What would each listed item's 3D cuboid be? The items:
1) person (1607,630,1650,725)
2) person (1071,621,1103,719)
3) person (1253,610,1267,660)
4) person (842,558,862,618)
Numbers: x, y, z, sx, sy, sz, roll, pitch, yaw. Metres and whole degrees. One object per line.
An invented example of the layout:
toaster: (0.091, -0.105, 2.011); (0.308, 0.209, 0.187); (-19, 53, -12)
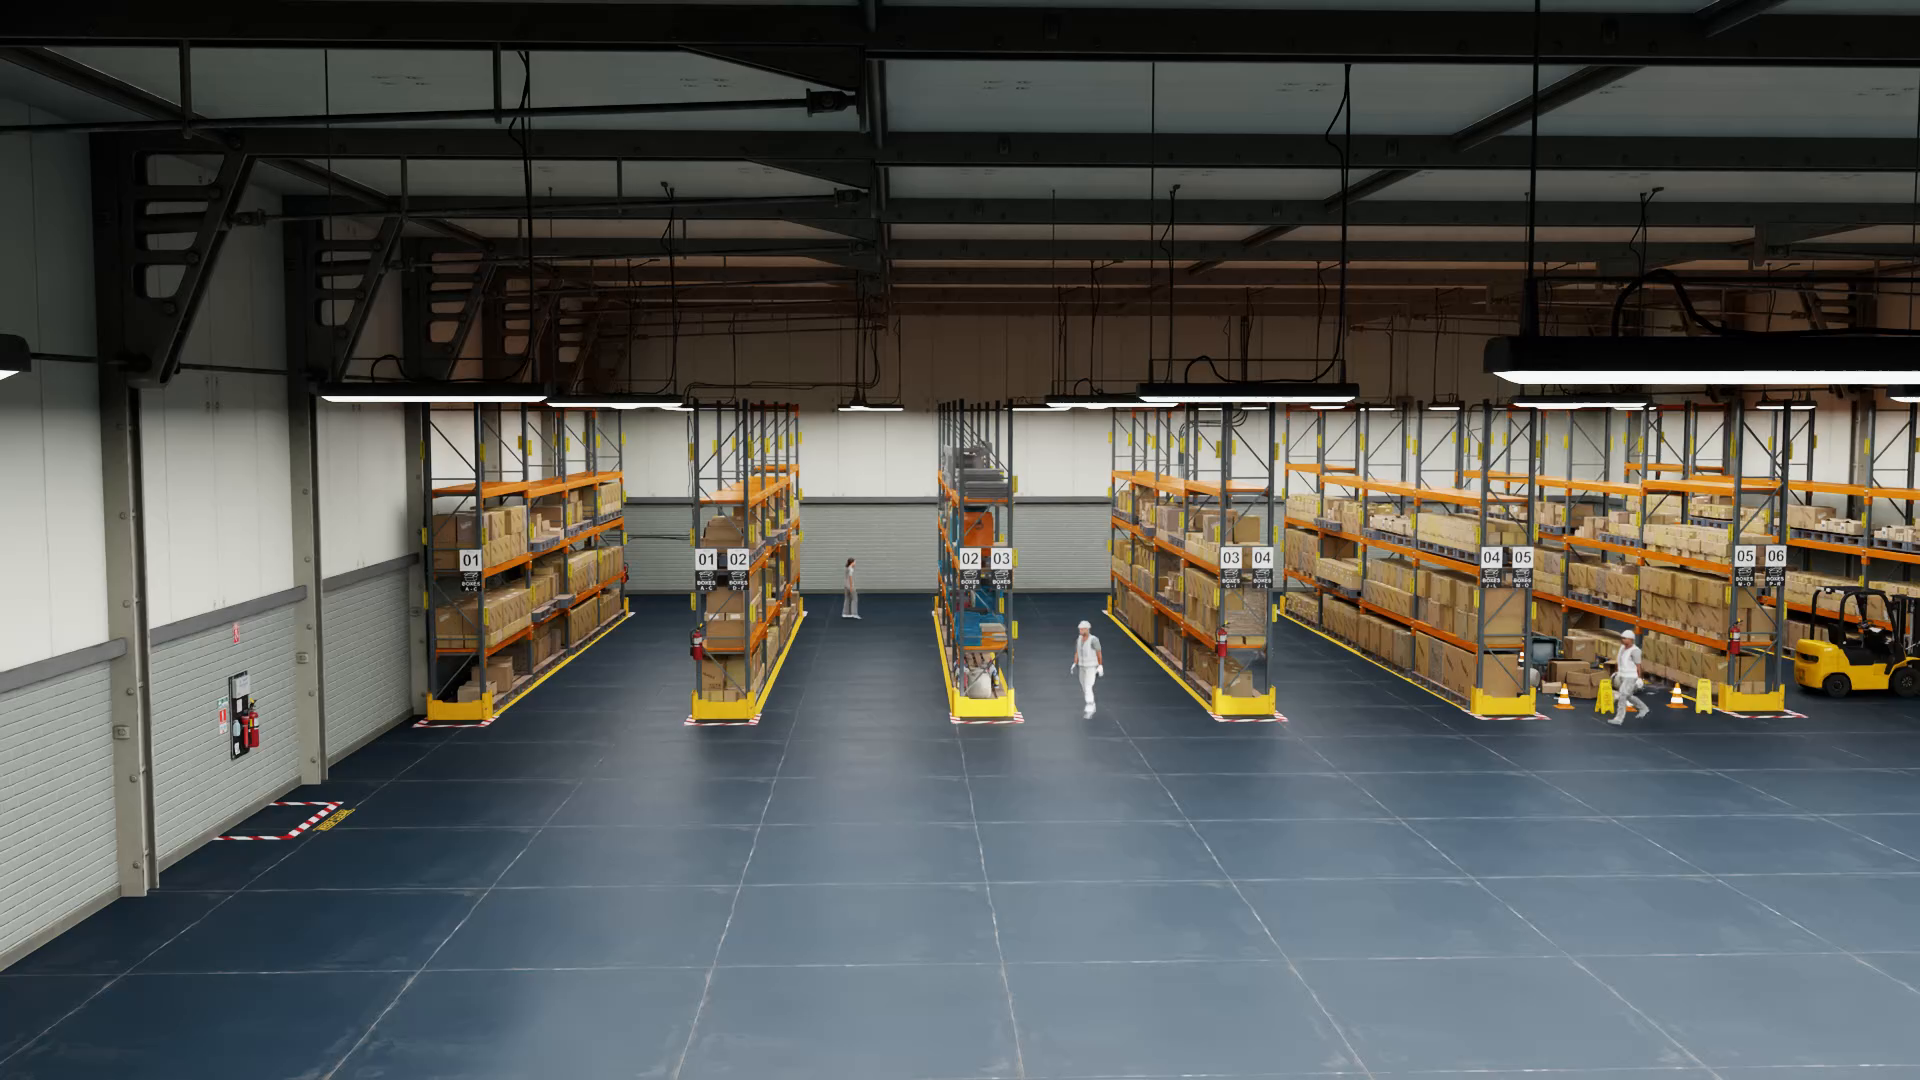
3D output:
person: (12.317, 2.518, 30.621); (0.992, 1.747, 0.605); (-1, 5, -17)
person: (2.380, 2.444, 31.544); (0.623, 1.805, 0.628); (-4, 6, -39)
person: (6.951, 1.919, 38.612); (0.585, 1.755, 0.562); (0, 4, 5)
person: (-3.053, 1.358, 46.656); (0.526, 1.708, 0.497); (-2, 5, -25)
